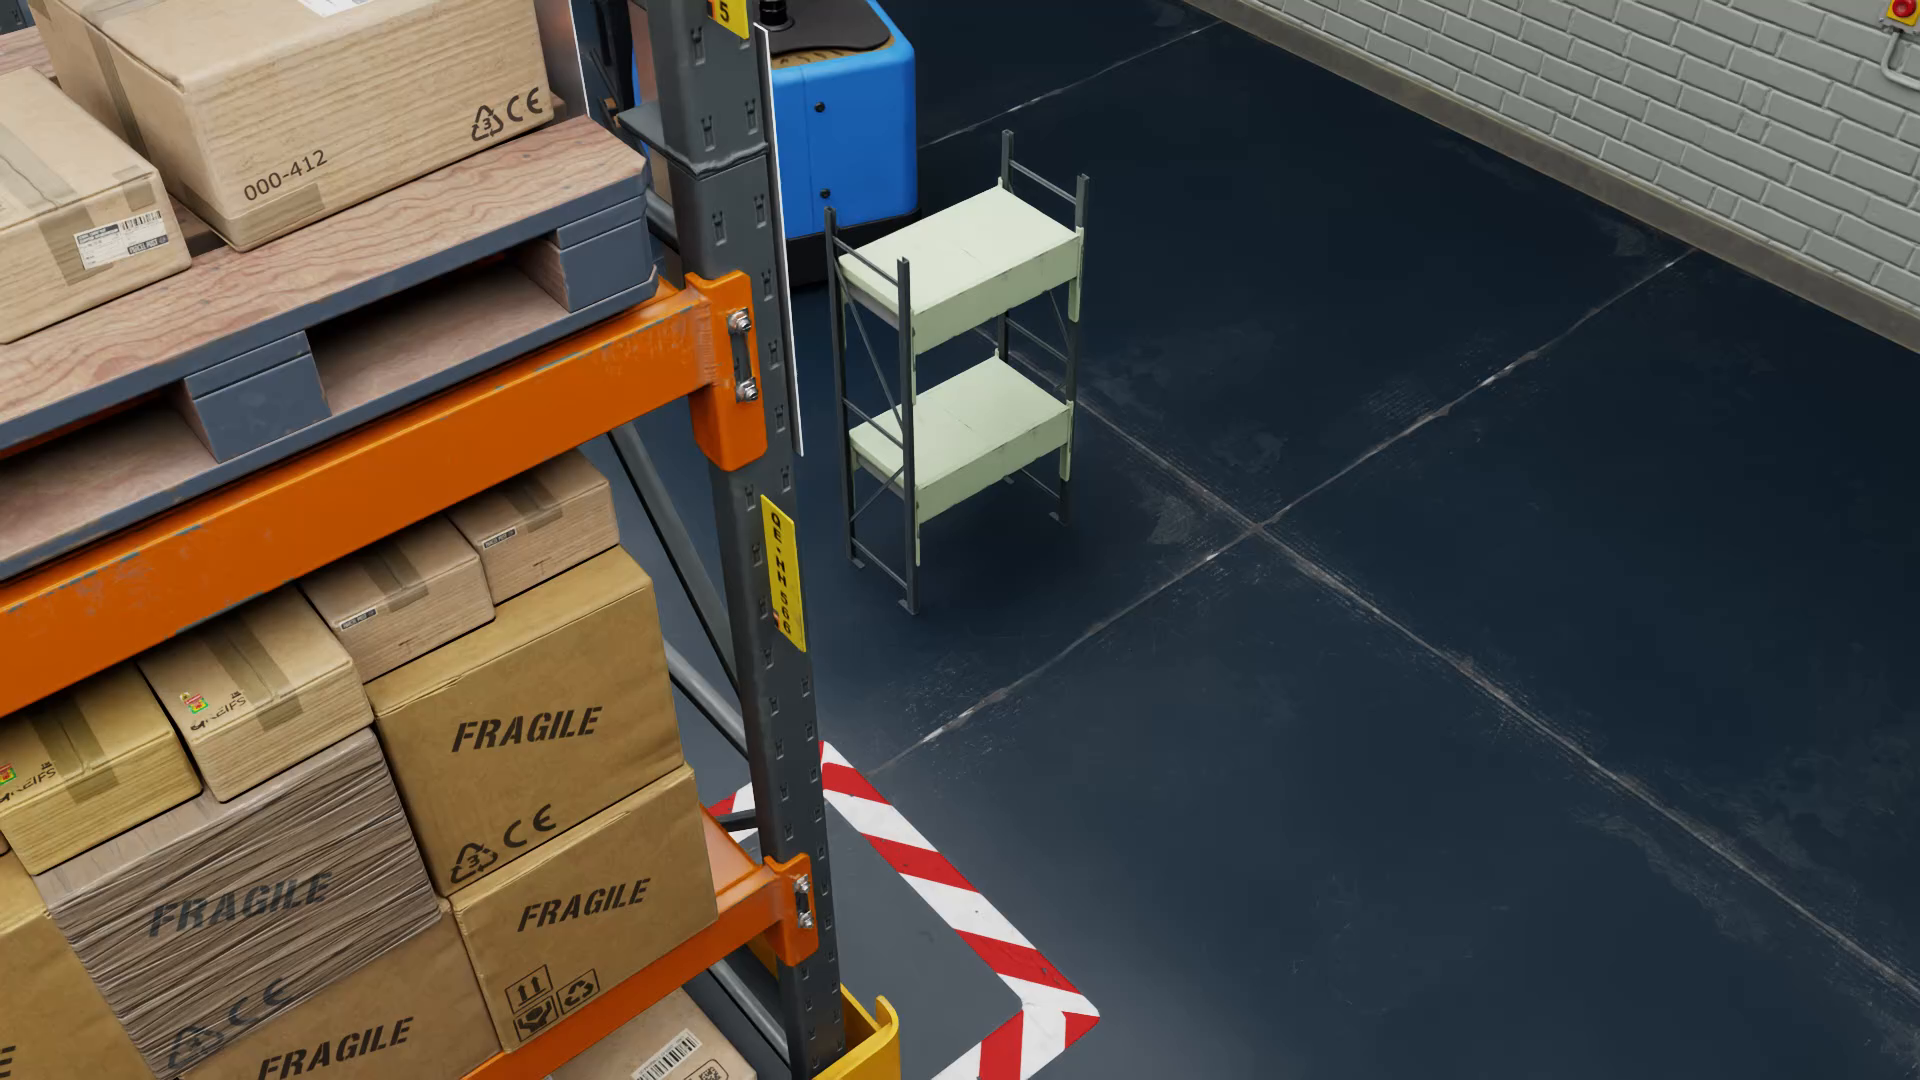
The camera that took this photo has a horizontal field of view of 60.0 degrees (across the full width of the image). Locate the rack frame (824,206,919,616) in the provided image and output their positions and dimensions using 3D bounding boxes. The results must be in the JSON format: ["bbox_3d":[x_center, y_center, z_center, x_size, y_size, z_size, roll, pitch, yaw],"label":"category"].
[{"bbox_3d":[-0.286,-0.383,5.562,0.023,1.500,0.400,-30,51,-28],"label":"rack frame"}]

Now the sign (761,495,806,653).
[{"bbox_3d":[-0.317,0.063,2.973,0.005,0.325,0.100,-30,51,-28],"label":"sign"}]

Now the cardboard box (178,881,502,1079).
[{"bbox_3d":[-1.249,0.807,3.126,0.500,0.500,0.500,-31,51,-29],"label":"cardboard box"}]

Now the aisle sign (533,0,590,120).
[{"bbox_3d":[-0.785,-0.851,3.066,0.004,0.787,0.394,-30,51,-28],"label":"aisle sign"}]

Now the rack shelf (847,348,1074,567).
[{"bbox_3d":[-0.005,-0.306,5.957,0.720,0.370,0.431,-30,51,-28],"label":"rack shelf"}]

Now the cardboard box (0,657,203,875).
[{"bbox_3d":[-1.344,0.277,2.487,0.250,0.149,0.380,-29,50,-27],"label":"cardboard box"}]

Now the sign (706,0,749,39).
[{"bbox_3d":[-0.317,-0.816,2.148,0.005,0.325,0.100,-30,51,-28],"label":"sign"}]

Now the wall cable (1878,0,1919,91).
[{"bbox_3d":[3.656,-2.590,6.052,0.123,1.953,0.585,-30,51,-28],"label":"wall cable"}]

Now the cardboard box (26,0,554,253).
[{"bbox_3d":[-0.942,-0.703,2.346,0.500,0.250,0.500,34,53,31],"label":"cardboard box"}]

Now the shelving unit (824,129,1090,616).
[{"bbox_3d":[-0.005,-0.544,5.733,0.755,1.500,0.431,-30,51,-28],"label":"shelving unit"}]

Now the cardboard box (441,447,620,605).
[{"bbox_3d":[-0.801,-0.094,2.882,0.250,0.149,0.380,-29,50,-27],"label":"cardboard box"}]

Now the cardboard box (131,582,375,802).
[{"bbox_3d":[-1.124,0.188,2.582,0.250,0.149,0.380,-30,51,-28],"label":"cardboard box"}]

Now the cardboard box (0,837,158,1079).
[{"bbox_3d":[-1.635,0.677,2.535,0.500,0.500,0.500,-30,51,-28],"label":"cardboard box"}]

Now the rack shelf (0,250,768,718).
[{"bbox_3d":[-2.188,0.328,2.044,4.000,0.370,1.077,-30,51,-28],"label":"rack shelf"}]

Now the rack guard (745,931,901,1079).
[{"bbox_3d":[-0.636,1.181,4.627,0.348,0.500,1.175,-30,51,-28],"label":"rack guard"}]

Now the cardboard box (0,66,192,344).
[{"bbox_3d":[-1.212,-0.440,2.140,0.250,0.149,0.380,-34,53,-31],"label":"cardboard box"}]

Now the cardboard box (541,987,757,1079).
[{"bbox_3d":[-1.096,1.404,4.129,0.875,0.438,0.875,-32,52,-29],"label":"cardboard box"}]

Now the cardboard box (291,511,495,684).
[{"bbox_3d":[-0.980,0.030,2.750,0.250,0.149,0.380,-29,50,-27],"label":"cardboard box"}]

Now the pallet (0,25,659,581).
[{"bbox_3d":[-1.216,-0.449,2.411,1.213,0.211,1.003,-30,51,-28],"label":"pallet"}]

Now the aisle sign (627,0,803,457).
[{"bbox_3d":[-0.400,-0.536,2.731,0.004,0.787,0.394,-30,51,-28],"label":"aisle sign"}]

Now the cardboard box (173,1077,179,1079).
[{"bbox_3d":[-1.637,1.038,2.880,0.500,0.500,0.500,-28,50,-27],"label":"cardboard box"}]

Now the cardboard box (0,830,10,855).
[{"bbox_3d":[-1.590,0.354,2.405,0.250,0.149,0.380,-30,51,-28],"label":"cardboard box"}]

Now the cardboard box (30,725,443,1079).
[{"bbox_3d":[-1.253,0.461,2.764,0.500,0.500,0.500,-30,51,-28],"label":"cardboard box"}]

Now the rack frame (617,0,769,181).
[{"bbox_3d":[-0.654,-1.906,1.707,0.127,3.000,1.000,-30,51,-28],"label":"rack frame"}]

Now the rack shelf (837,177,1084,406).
[{"bbox_3d":[-0.005,-0.828,5.466,0.720,0.370,0.431,-30,51,-28],"label":"rack shelf"}]

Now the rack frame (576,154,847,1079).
[{"bbox_3d":[-0.654,0.280,3.760,0.127,3.000,1.000,-30,51,-28],"label":"rack frame"}]

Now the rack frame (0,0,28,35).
[{"bbox_3d":[-3.908,-2.275,6.481,0.127,3.000,1.000,-30,51,-28],"label":"rack frame"}]

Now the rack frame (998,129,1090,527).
[{"bbox_3d":[0.276,-0.705,5.905,0.023,1.500,0.400,-30,51,-28],"label":"rack frame"}]

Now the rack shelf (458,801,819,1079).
[{"bbox_3d":[-2.188,1.421,3.071,4.000,0.370,1.077,-30,51,-28],"label":"rack shelf"}]

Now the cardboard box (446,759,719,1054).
[{"bbox_3d":[-0.854,0.595,3.353,0.500,0.500,0.500,-30,51,-28],"label":"cardboard box"}]

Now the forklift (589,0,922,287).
[{"bbox_3d":[-1.190,-3.125,7.437,1.130,2.935,3.031,-15,45,-16],"label":"forklift"}]

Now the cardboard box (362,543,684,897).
[{"bbox_3d":[-0.871,0.216,3.025,0.500,0.500,0.500,-28,50,-27],"label":"cardboard box"}]
